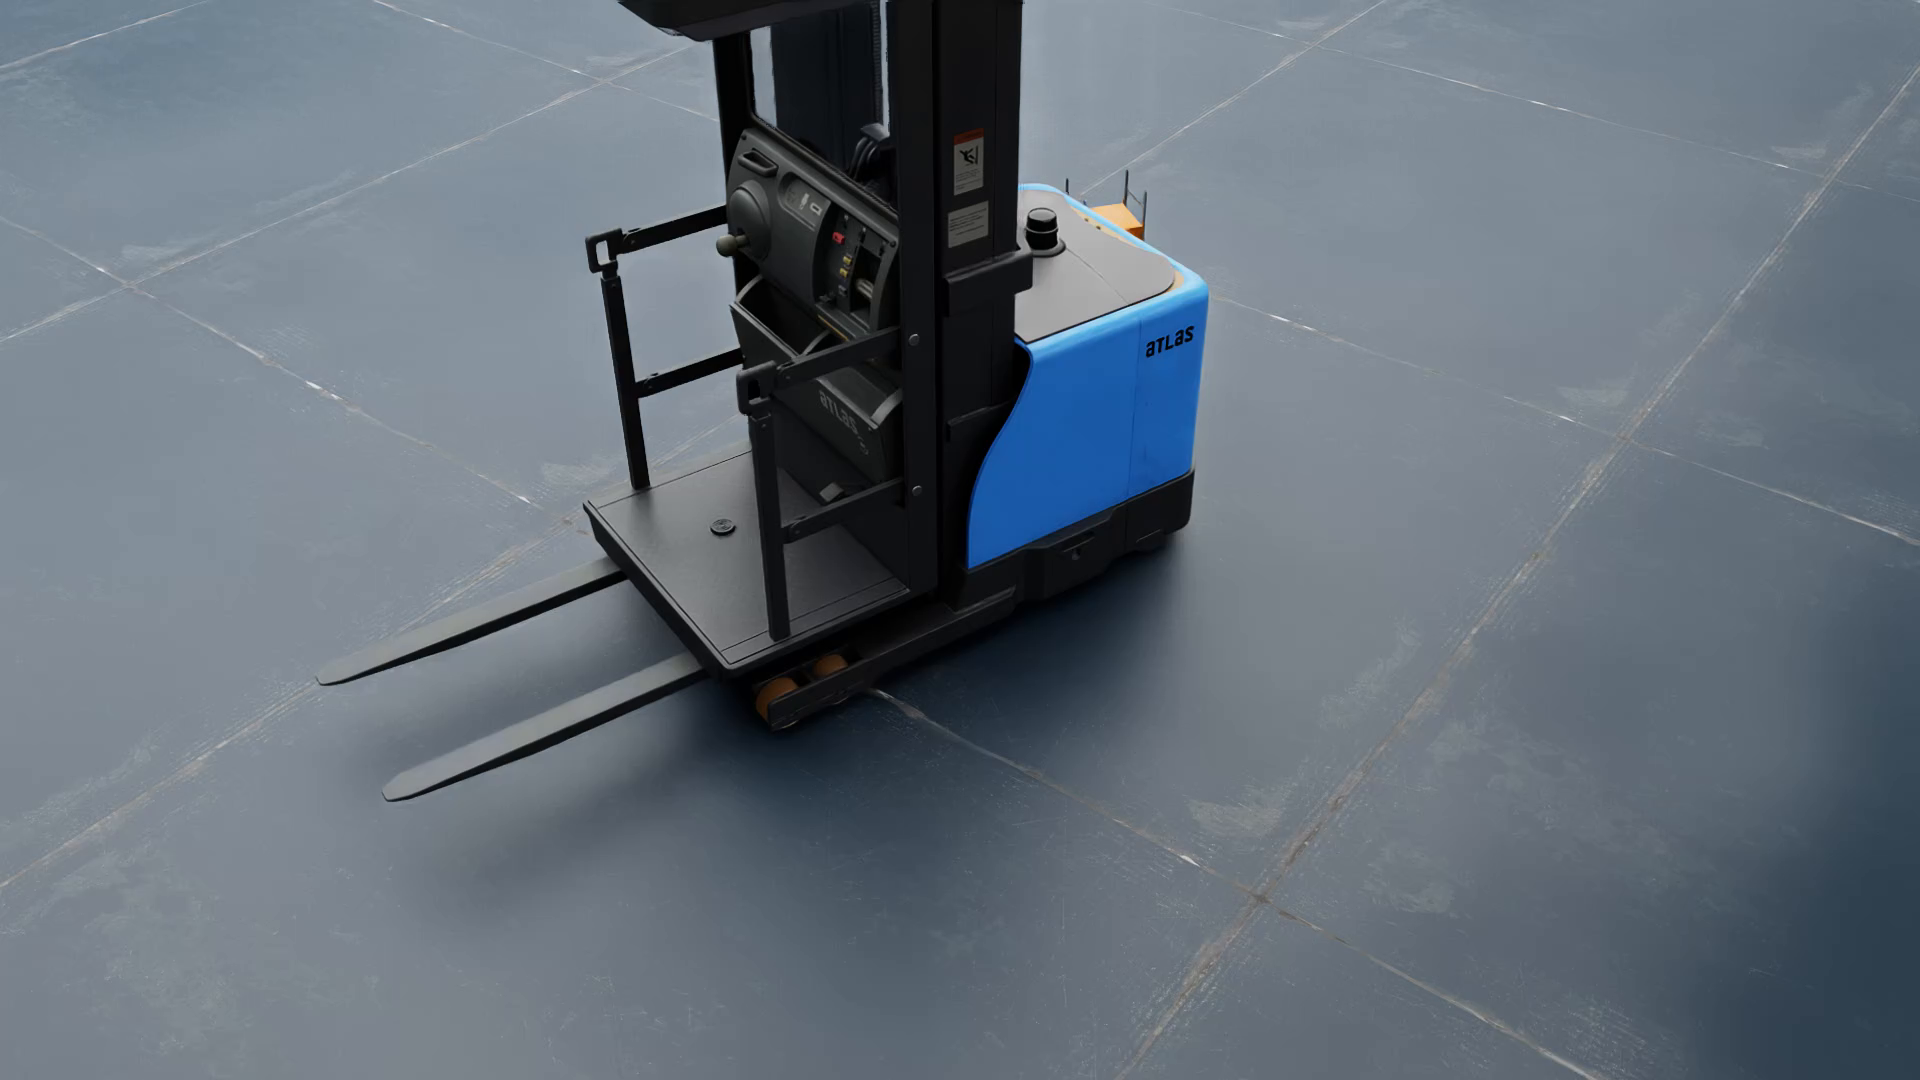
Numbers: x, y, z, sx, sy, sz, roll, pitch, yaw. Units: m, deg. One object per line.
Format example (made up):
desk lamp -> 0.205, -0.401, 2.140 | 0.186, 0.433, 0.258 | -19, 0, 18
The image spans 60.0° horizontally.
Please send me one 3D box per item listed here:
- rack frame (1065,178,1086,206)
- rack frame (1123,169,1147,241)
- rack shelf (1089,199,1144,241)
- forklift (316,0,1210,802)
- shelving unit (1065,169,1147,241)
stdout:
rack frame -> 0.433, -0.899, 6.546 | 0.008, 1.050, 0.200 | -11, 39, -14
rack frame -> 0.666, -0.944, 6.604 | 0.008, 1.050, 0.200 | -11, 39, -14
rack shelf -> 0.550, -1.136, 6.407 | 0.240, 0.259, 0.215 | -11, 39, -14
forklift -> -0.636, -0.908, 5.032 | 3.031, 2.935, 1.130 | -23, 44, -27
shelving unit -> 0.550, -0.921, 6.575 | 0.252, 1.050, 0.215 | -11, 39, -14
